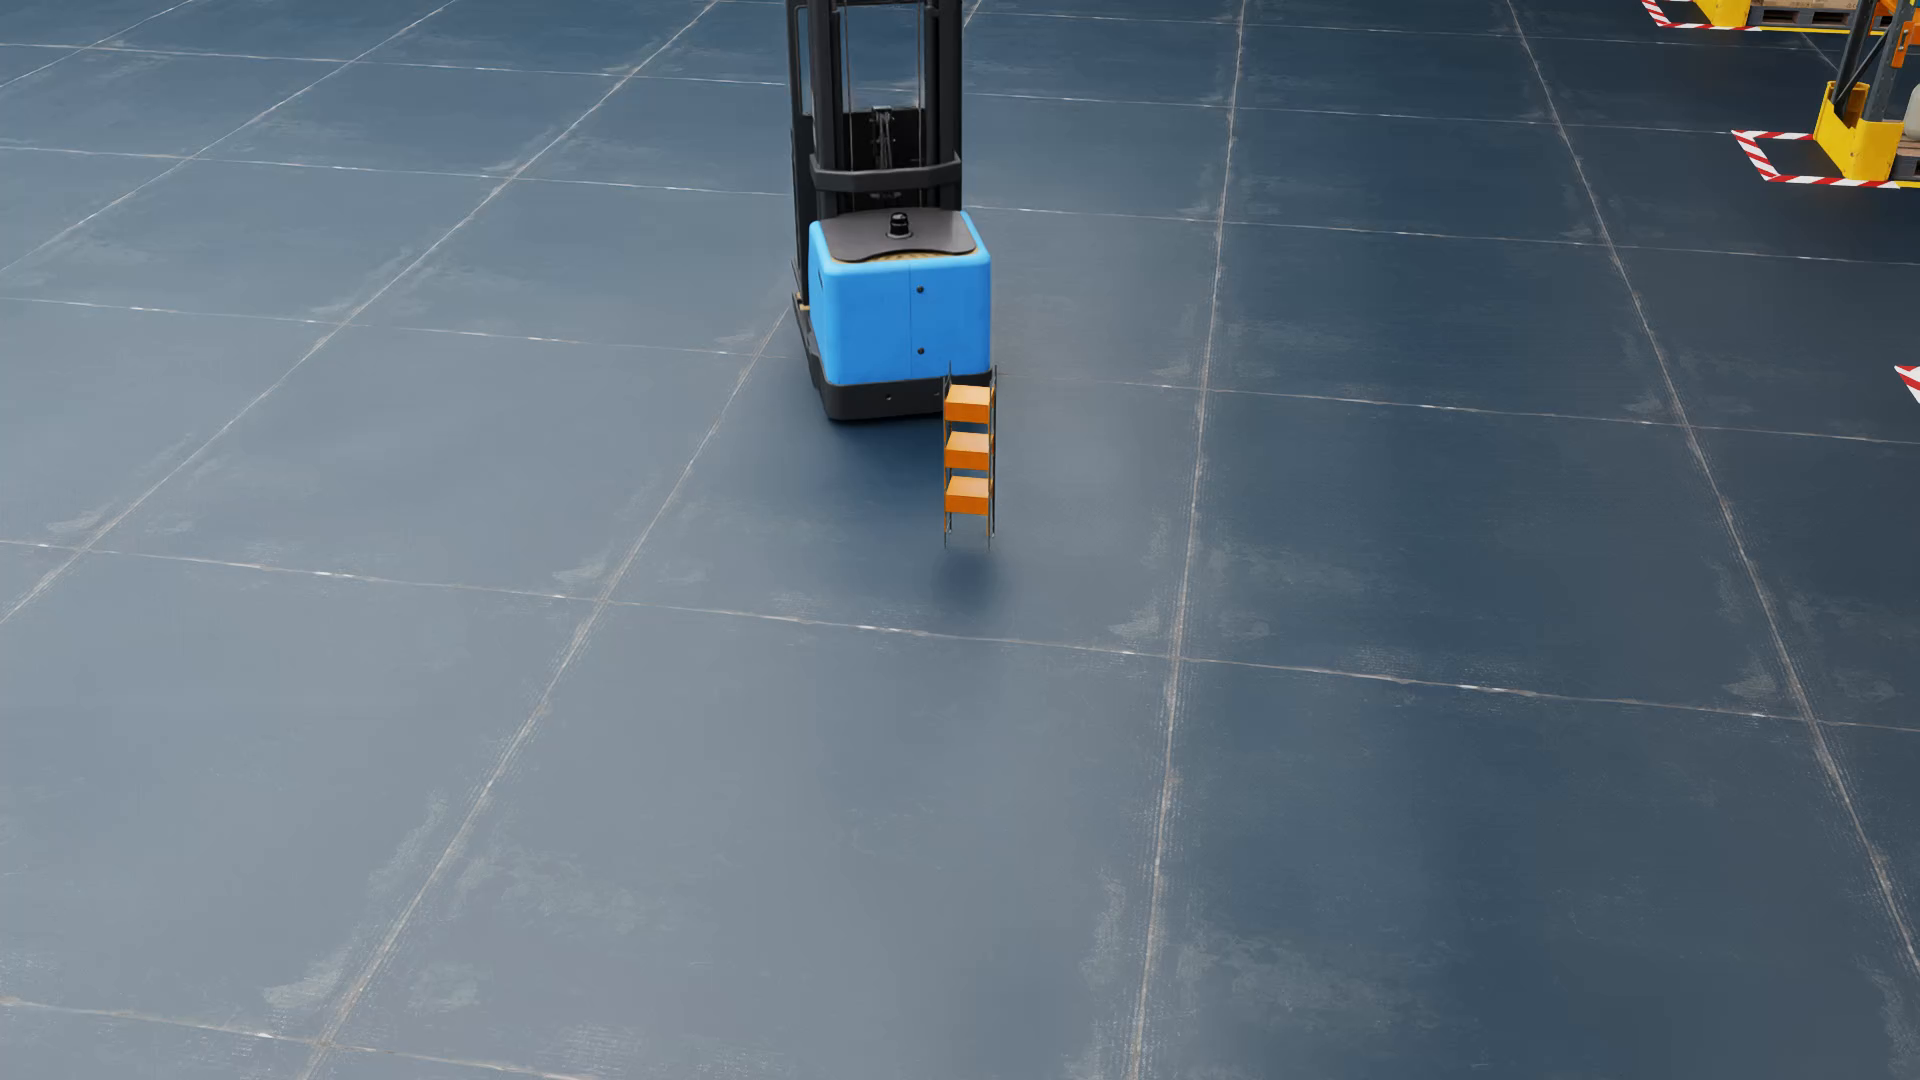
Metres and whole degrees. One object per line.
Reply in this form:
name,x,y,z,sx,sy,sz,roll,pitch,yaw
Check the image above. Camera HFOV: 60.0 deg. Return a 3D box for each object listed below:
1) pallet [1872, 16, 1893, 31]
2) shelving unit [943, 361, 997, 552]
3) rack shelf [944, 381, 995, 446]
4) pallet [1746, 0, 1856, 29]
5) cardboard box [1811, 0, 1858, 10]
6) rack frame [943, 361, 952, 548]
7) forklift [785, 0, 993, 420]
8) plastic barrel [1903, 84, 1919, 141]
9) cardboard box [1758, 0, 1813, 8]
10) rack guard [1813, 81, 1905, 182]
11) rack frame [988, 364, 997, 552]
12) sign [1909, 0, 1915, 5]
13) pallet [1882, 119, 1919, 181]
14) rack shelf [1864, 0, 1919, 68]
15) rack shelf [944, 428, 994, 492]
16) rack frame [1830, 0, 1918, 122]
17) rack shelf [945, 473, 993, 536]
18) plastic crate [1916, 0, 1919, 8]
pallet,10.526,-5.862,18.416,1.213,0.211,1.003,5,32,8
shelving unit,0.053,-0.440,8.964,0.252,1.050,0.215,5,32,8
rack shelf,0.053,-0.672,8.819,0.240,0.259,0.215,5,32,8
pallet,9.327,-5.972,18.592,1.213,0.211,1.003,5,32,8
cardboard box,9.551,-6.006,18.214,0.500,0.250,0.500,5,32,8
rack frame,-0.068,-0.451,8.981,0.008,1.050,0.200,5,32,8
forklift,-0.577,-2.753,10.886,1.130,2.935,3.031,-6,33,-9
plastic barrel,8.391,-3.715,14.307,0.421,0.512,0.421,0,32,0
cardboard box,9.057,-6.049,18.282,0.500,0.250,0.500,5,32,8
rack guard,7.812,-3.568,14.480,0.348,0.500,1.175,5,32,8
rack frame,0.173,-0.429,8.946,0.008,1.050,0.200,5,32,8
sign,7.632,-4.440,13.256,0.005,0.325,0.100,5,32,8
pallet,8.612,-3.371,14.436,1.213,0.211,1.003,5,32,8
rack shelf,9.701,-4.127,13.694,4.000,0.370,1.077,5,32,8
rack shelf,0.053,-0.431,8.969,0.240,0.259,0.215,5,32,8
rack frame,7.729,-4.610,13.788,0.127,3.000,1.000,5,32,8
rack shelf,0.053,-0.196,9.117,0.240,0.259,0.215,5,32,8
plastic crate,8.273,-4.659,14.006,0.616,0.251,0.499,5,32,8
